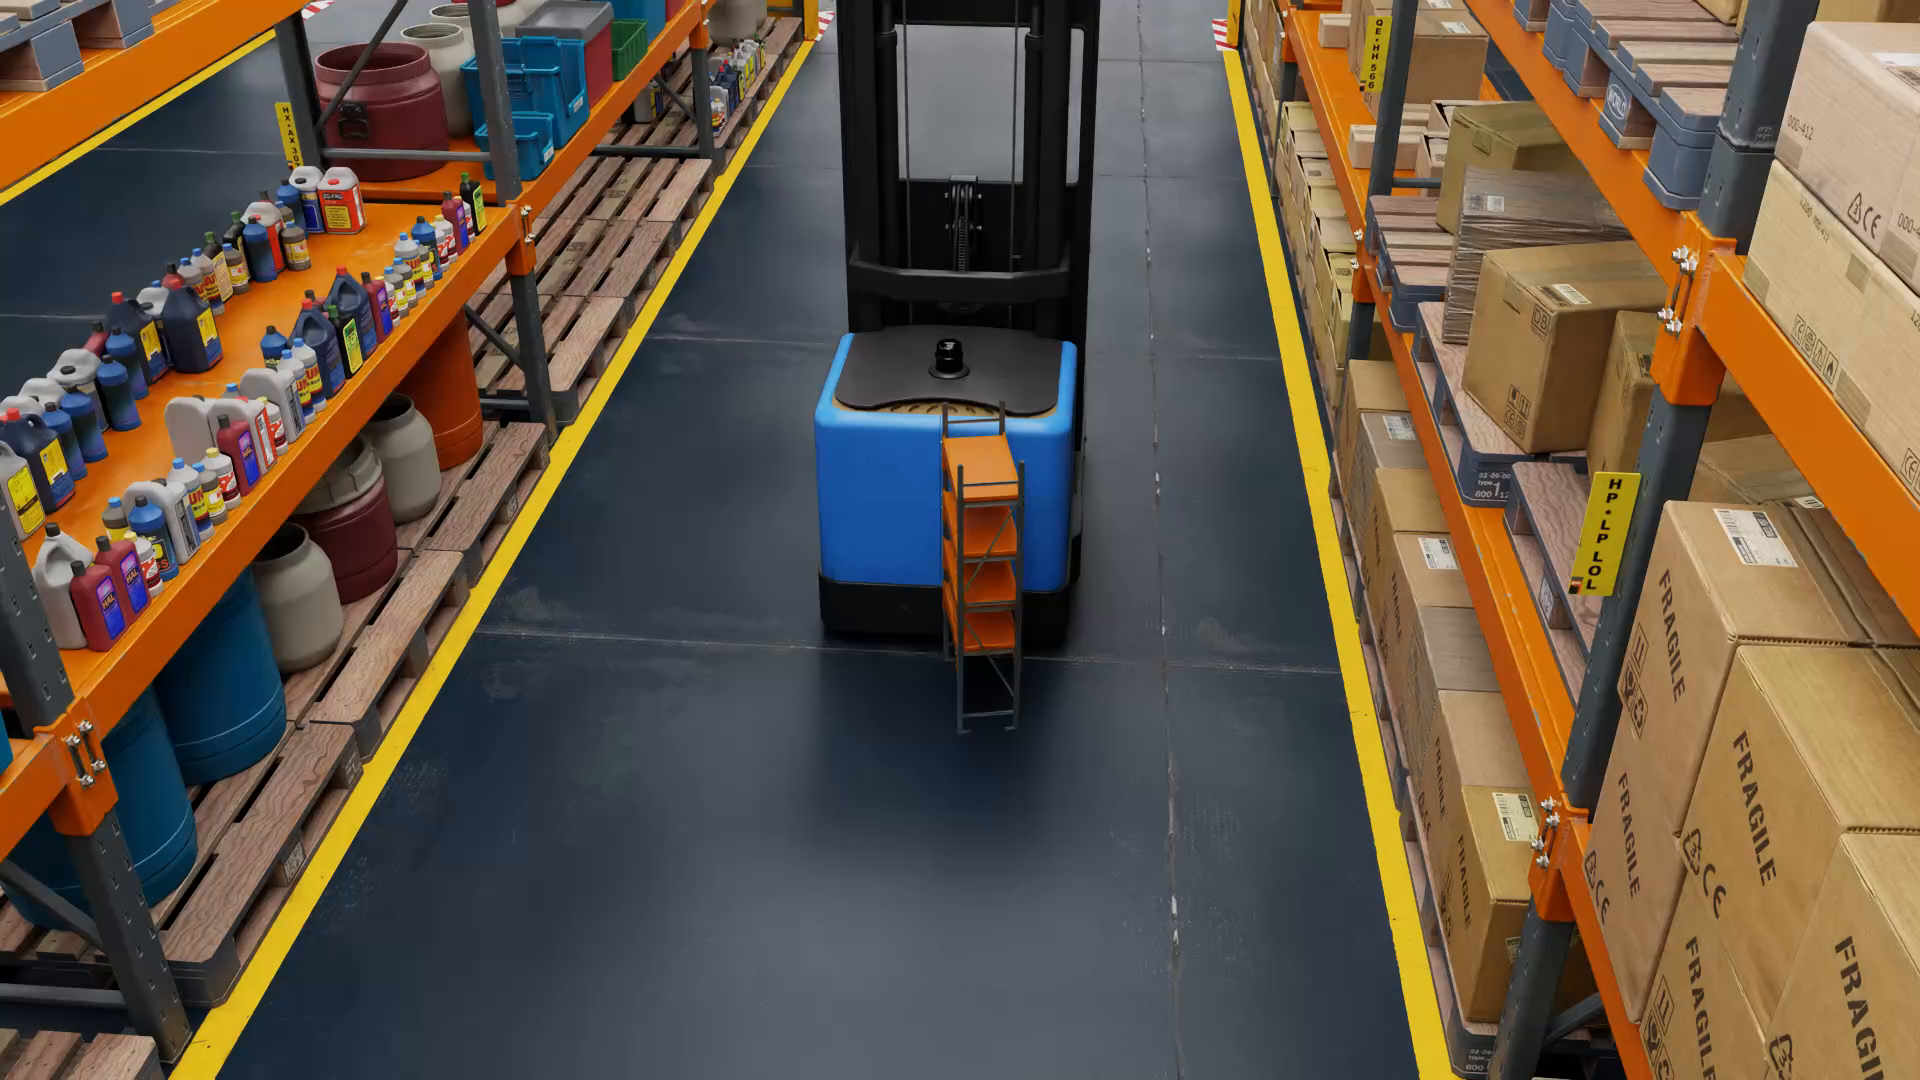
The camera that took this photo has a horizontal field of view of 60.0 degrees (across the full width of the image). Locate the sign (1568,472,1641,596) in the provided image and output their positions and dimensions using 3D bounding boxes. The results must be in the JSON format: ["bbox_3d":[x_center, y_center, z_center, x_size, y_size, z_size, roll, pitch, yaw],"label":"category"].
[{"bbox_3d":[1.473,-0.011,3.805,0.100,0.325,0.005,2,32,4],"label":"sign"}]

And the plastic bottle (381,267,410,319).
[{"bbox_3d":[-2.286,-1.001,6.705,0.097,0.201,0.097,0,32,0],"label":"plastic bottle"}]

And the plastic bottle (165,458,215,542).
[{"bbox_3d":[-2.426,-0.131,5.227,0.097,0.271,0.097,0,32,0],"label":"plastic bottle"}]

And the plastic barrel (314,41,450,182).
[{"bbox_3d":[-2.849,-2.115,8.193,0.600,0.536,0.708,2,32,4],"label":"plastic barrel"}]

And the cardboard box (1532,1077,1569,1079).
[{"bbox_3d":[1.776,1.671,4.322,0.500,0.311,0.500,2,32,4],"label":"cardboard box"}]

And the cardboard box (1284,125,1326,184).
[{"bbox_3d":[2.350,-2.459,10.568,0.500,0.311,0.500,2,32,3],"label":"cardboard box"}]

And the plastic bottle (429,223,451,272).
[{"bbox_3d":[-2.247,-1.256,7.118,0.097,0.201,0.097,0,32,0],"label":"plastic bottle"}]

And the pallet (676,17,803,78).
[{"bbox_3d":[-1.964,-4.331,14.577,1.003,0.211,1.213,2,32,4],"label":"pallet"}]

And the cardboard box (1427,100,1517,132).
[{"bbox_3d":[2.618,-2.009,8.236,0.500,0.311,0.500,2,32,3],"label":"cardboard box"}]

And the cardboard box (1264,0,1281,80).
[{"bbox_3d":[2.587,-3.781,12.532,0.500,0.500,0.500,2,32,4],"label":"cardboard box"}]

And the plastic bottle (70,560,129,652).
[{"bbox_3d":[-2.455,0.166,4.732,0.061,0.283,0.133,2,32,4],"label":"plastic bottle"}]

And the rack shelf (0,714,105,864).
[{"bbox_3d":[-3.073,1.642,2.912,1.077,0.370,4.000,2,32,4],"label":"rack shelf"}]

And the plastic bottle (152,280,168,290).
[{"bbox_3d":[-3.073,-0.871,6.426,0.097,0.271,0.097,0,32,0],"label":"plastic bottle"}]

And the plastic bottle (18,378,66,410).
[{"bbox_3d":[-3.119,-0.402,5.661,0.152,0.276,0.135,2,32,4],"label":"plastic bottle"}]

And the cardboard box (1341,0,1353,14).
[{"bbox_3d":[2.681,-3.356,10.480,0.500,0.250,0.500,4,32,7],"label":"cardboard box"}]

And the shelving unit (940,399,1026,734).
[{"bbox_3d":[0.081,0.112,6.425,0.258,1.200,0.503,-4,32,-6],"label":"shelving unit"}]

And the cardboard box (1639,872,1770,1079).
[{"bbox_3d":[1.675,0.984,3.199,0.500,0.500,0.500,3,32,5],"label":"cardboard box"}]

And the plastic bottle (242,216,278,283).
[{"bbox_3d":[-2.956,-1.230,7.010,0.097,0.271,0.097,0,32,0],"label":"plastic bottle"}]

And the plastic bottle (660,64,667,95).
[{"bbox_3d":[-2.329,-3.623,12.939,0.061,0.283,0.133,2,32,4],"label":"plastic bottle"}]

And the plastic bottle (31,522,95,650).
[{"bbox_3d":[-2.555,0.120,4.743,0.144,0.351,0.185,2,32,4],"label":"plastic bottle"}]

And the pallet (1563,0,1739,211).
[{"bbox_3d":[2.149,-1.031,3.884,1.213,0.211,1.003,2,32,4],"label":"pallet"}]

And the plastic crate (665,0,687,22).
[{"bbox_3d":[-1.993,-3.654,10.759,0.402,0.464,0.583,2,32,4],"label":"plastic crate"}]

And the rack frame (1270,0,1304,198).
[{"bbox_3d":[2.678,-3.679,10.861,1.000,3.000,0.127,2,32,4],"label":"rack frame"}]

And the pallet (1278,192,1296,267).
[{"bbox_3d":[2.657,-2.105,10.965,1.003,0.211,1.213,2,32,4],"label":"pallet"}]

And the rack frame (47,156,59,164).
[{"bbox_3d":[-7.196,-4.104,11.551,1.000,3.000,0.127,2,32,4],"label":"rack frame"}]

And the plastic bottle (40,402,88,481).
[{"bbox_3d":[-3.004,-0.334,5.555,0.097,0.271,0.097,0,32,0],"label":"plastic bottle"}]

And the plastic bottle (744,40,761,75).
[{"bbox_3d":[-1.694,-3.903,13.400,0.152,0.276,0.135,3,32,4],"label":"plastic bottle"}]

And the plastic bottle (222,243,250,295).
[{"bbox_3d":[-3.027,-1.133,6.919,0.097,0.201,0.097,0,32,0],"label":"plastic bottle"}]

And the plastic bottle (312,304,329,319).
[{"bbox_3d":[-2.372,-0.760,6.236,0.061,0.283,0.133,2,32,4],"label":"plastic bottle"}]

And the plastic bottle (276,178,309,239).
[{"bbox_3d":[-2.979,-1.475,7.406,0.097,0.271,0.097,0,32,0],"label":"plastic bottle"}]

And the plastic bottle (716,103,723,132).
[{"bbox_3d":[-1.788,-3.090,12.153,0.097,0.201,0.097,0,32,0],"label":"plastic bottle"}]

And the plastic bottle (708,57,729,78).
[{"bbox_3d":[-1.879,-3.639,12.973,0.152,0.276,0.135,2,32,4],"label":"plastic bottle"}]

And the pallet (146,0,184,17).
[{"bbox_3d":[-2.855,-1.913,5.317,1.003,0.211,1.213,2,32,4],"label":"pallet"}]

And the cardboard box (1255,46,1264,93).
[{"bbox_3d":[2.614,-3.724,13.154,0.500,0.250,0.500,2,32,4],"label":"cardboard box"}]

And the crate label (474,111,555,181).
[{"bbox_3d":[-2.177,-1.934,8.189,0.303,0.233,0.416,2,32,4],"label":"crate label"}]

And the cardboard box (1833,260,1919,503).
[{"bbox_3d":[1.695,-0.204,2.506,0.500,0.250,0.500,2,32,4],"label":"cardboard box"}]

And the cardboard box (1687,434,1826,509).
[{"bbox_3d":[2.288,0.044,4.323,0.700,0.500,0.500,-8,33,-13],"label":"cardboard box"}]

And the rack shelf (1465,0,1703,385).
[{"bbox_3d":[2.189,-1.513,5.172,1.077,0.370,4.000,2,32,4],"label":"rack shelf"}]

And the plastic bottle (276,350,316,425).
[{"bbox_3d":[-2.362,-0.546,5.899,0.097,0.271,0.097,0,32,0],"label":"plastic bottle"}]

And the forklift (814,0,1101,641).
[{"bbox_3d":[0.057,-1.577,7.515,1.130,2.935,3.031,3,32,4],"label":"forklift"}]

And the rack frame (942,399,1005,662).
[{"bbox_3d":[0.053,-0.015,6.632,0.240,1.200,0.015,-4,32,-6],"label":"rack frame"}]

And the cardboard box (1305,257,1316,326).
[{"bbox_3d":[2.234,-1.414,9.406,0.500,0.250,0.500,3,32,5],"label":"cardboard box"}]

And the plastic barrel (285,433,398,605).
[{"bbox_3d":[-2.699,-0.106,6.962,0.600,0.588,0.708,2,32,4],"label":"plastic barrel"}]

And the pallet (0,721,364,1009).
[{"bbox_3d":[-2.806,1.076,5.803,1.003,0.211,1.213,2,32,4],"label":"pallet"}]

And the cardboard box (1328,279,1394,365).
[{"bbox_3d":[2.149,-1.119,8.393,0.500,0.311,0.500,3,32,5],"label":"cardboard box"}]

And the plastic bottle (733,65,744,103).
[{"bbox_3d":[-1.709,-3.511,12.759,0.061,0.283,0.133,4,32,6],"label":"plastic bottle"}]

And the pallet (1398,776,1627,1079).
[{"bbox_3d":[2.055,1.264,5.498,1.003,0.211,1.213,2,32,4],"label":"pallet"}]

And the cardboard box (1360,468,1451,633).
[{"bbox_3d":[1.947,0.051,6.771,0.500,0.500,0.500,2,32,3],"label":"cardboard box"}]
